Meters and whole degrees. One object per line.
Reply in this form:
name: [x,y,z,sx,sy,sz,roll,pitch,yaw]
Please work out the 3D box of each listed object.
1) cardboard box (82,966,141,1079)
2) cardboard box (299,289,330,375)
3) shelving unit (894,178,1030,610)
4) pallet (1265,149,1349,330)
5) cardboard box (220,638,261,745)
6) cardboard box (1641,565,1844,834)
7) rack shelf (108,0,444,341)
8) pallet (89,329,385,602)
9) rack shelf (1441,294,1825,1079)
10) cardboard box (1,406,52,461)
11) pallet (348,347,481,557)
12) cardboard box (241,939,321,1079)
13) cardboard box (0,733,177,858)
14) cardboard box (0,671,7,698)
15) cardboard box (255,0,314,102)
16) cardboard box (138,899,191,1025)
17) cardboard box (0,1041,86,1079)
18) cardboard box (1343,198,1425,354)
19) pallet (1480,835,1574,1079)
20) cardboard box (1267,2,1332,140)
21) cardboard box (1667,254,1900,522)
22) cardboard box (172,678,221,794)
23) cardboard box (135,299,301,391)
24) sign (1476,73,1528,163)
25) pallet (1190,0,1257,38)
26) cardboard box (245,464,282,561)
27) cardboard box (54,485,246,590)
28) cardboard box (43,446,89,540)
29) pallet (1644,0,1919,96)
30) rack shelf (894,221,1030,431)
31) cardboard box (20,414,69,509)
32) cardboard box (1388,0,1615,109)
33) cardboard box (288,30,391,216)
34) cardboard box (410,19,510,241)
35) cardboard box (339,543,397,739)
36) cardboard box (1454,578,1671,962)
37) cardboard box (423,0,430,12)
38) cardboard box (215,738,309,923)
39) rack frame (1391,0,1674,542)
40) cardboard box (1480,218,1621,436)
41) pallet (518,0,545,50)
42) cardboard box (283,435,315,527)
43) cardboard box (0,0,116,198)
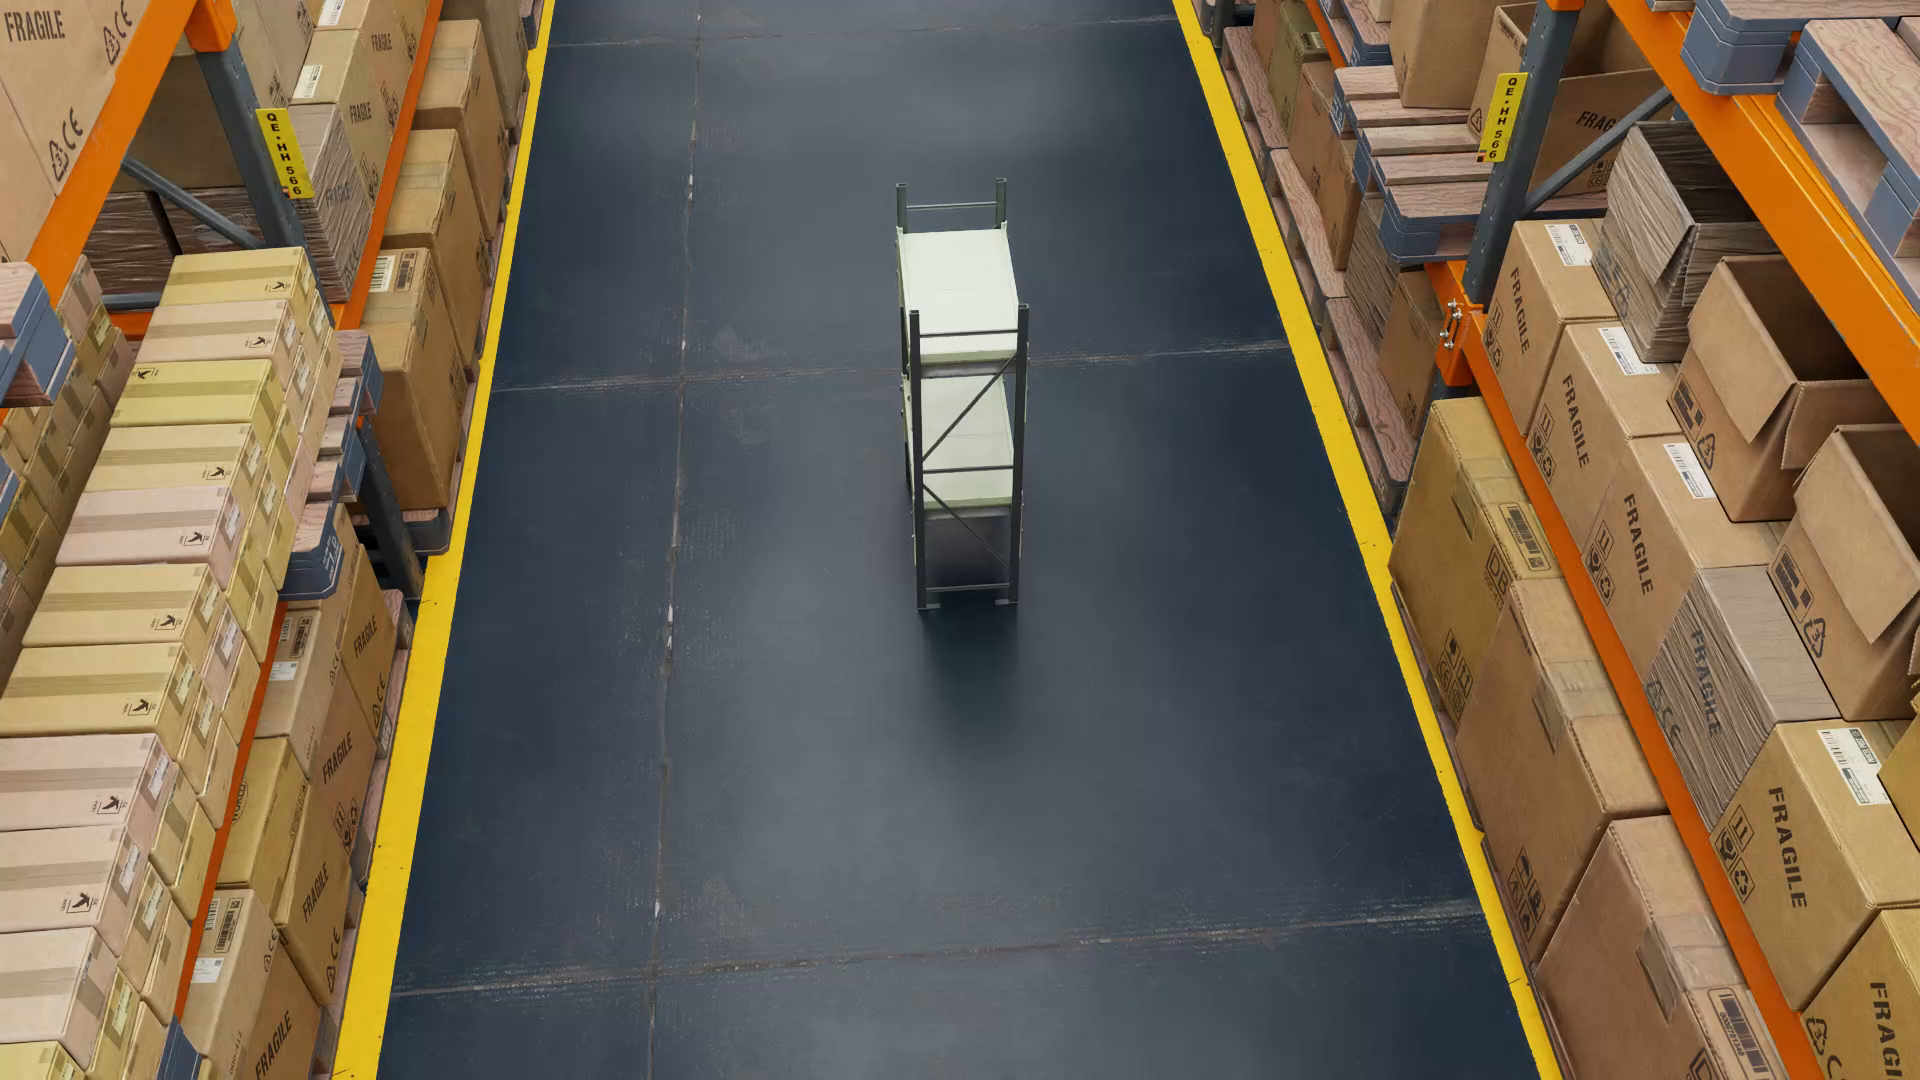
cardboard box: [-1.969,1.058,3.497,0.380,0.149,0.250,-5,47,-5]
cardboard box: [-2.166,-0.631,5.097,0.380,0.149,0.250,-3,47,-2]
shelving unit: [-0.001,-0.521,6.347,0.431,1.500,0.755,-3,47,-3]
pallet: [2.127,-1.516,8.177,1.003,0.211,1.213,-3,47,-3]
cardboard box: [-2.059,0.399,4.326,0.380,0.149,0.250,-2,47,-2]
cardboard box: [2.192,0.410,4.363,0.500,0.500,0.500,-3,47,-3]
rack shelf: [-2.828,-2.000,7.210,1.077,0.370,4.000,-3,47,-3]
pallet: [-2.495,-0.225,5.166,1.213,0.211,1.003,-3,47,-3]
rack shelf: [2.458,0.666,4.685,1.077,0.370,4.000,-3,47,-3]
cardboard box: [-2.774,-0.345,4.621,0.380,0.149,0.250,-4,47,-4]
pallet: [-2.652,-0.416,7.135,1.003,0.211,1.213,-3,47,-3]
cardboard box: [-2.227,1.497,4.835,0.500,0.500,0.500,-3,47,-3]
cardboard box: [-2.010,0.583,3.743,0.380,0.149,0.250,-2,47,-2]
cardboard box: [-2.711,0.437,4.291,0.380,0.149,0.250,-3,47,-3]
cardboard box: [-2.732,-1.870,5.834,0.700,0.500,0.500,-4,47,-4]
cardboard box: [-1.988,0.976,3.780,0.380,0.149,0.250,-5,47,-5]
cardboard box: [-1.949,1.131,3.223,0.380,0.149,0.250,-3,47,-3]
cardboard box: [2.155,-1.204,7.380,0.700,0.500,0.500,-7,47,-7]
pallet: [2.380,1.386,5.429,1.003,0.211,1.213,-3,47,-3]
cardboard box: [2.007,-2.423,8.534,0.700,0.500,0.500,-4,47,-4]
cardboard box: [2.387,-0.406,4.446,0.797,0.503,0.637,-3,47,-2]
cardboard box: [-2.034,0.489,4.036,0.380,0.149,0.250,-4,47,-4]
cardboard box: [-2.144,-0.554,4.820,0.380,0.149,0.250,-4,47,-4]
sign: [1.750,-1.360,5.365,0.100,0.325,0.005,-3,47,-3]
pallet: [1.864,-3.448,10.006,1.003,0.211,1.213,-3,47,-3]
cardboard box: [-2.097,-0.067,4.562,0.380,0.149,0.250,-3,47,-3]
cardboard box: [-2.082,0.003,4.292,0.380,0.149,0.250,-3,47,-3]
cardboard box: [-2.779,-0.133,4.830,0.380,0.149,0.250,-1,47,-1]
pallet: [2.397,-1.532,4.336,1.213,0.211,1.003,-2,47,-1]
rack shelf: [-0.001,-0.789,6.063,0.431,0.370,0.720,-3,47,-3]
cardboard box: [-2.770,-0.210,4.698,0.380,0.149,0.250,-5,47,-5]
cardboard box: [2.059,-1.993,6.350,0.700,0.500,0.500,3,47,3]
cardboard box: [-2.475,-1.544,6.214,0.500,0.500,0.500,-4,47,-4]
cardboard box: [-2.777,-1.923,7.902,1.050,0.750,0.750,-3,47,-3]
cardboard box: [-2.345,0.375,5.898,0.500,0.500,0.500,-4,47,-3]
cardboard box: [2.394,0.704,5.328,1.225,0.875,0.875,-3,47,-3]
cardboard box: [-2.601,-2.636,7.248,0.500,0.500,0.500,-3,47,-3]
cardboard box: [-2.262,0.869,4.913,0.500,0.250,0.500,-2,47,-2]
rack frame: [2.290,-1.029,5.795,1.000,3.000,0.127,-3,47,-3]
cardboard box: [2.060,-0.695,5.410,0.500,0.500,0.500,-2,47,-2]
pallet: [-2.981,-3.290,9.857,1.003,0.211,1.213,-3,47,-3]
cardboard box: [-2.120,-0.163,4.859,0.380,0.149,0.250,-3,47,-3]
cardboard box: [-2.305,-1.107,3.735,0.500,0.500,0.500,-3,47,-3]
